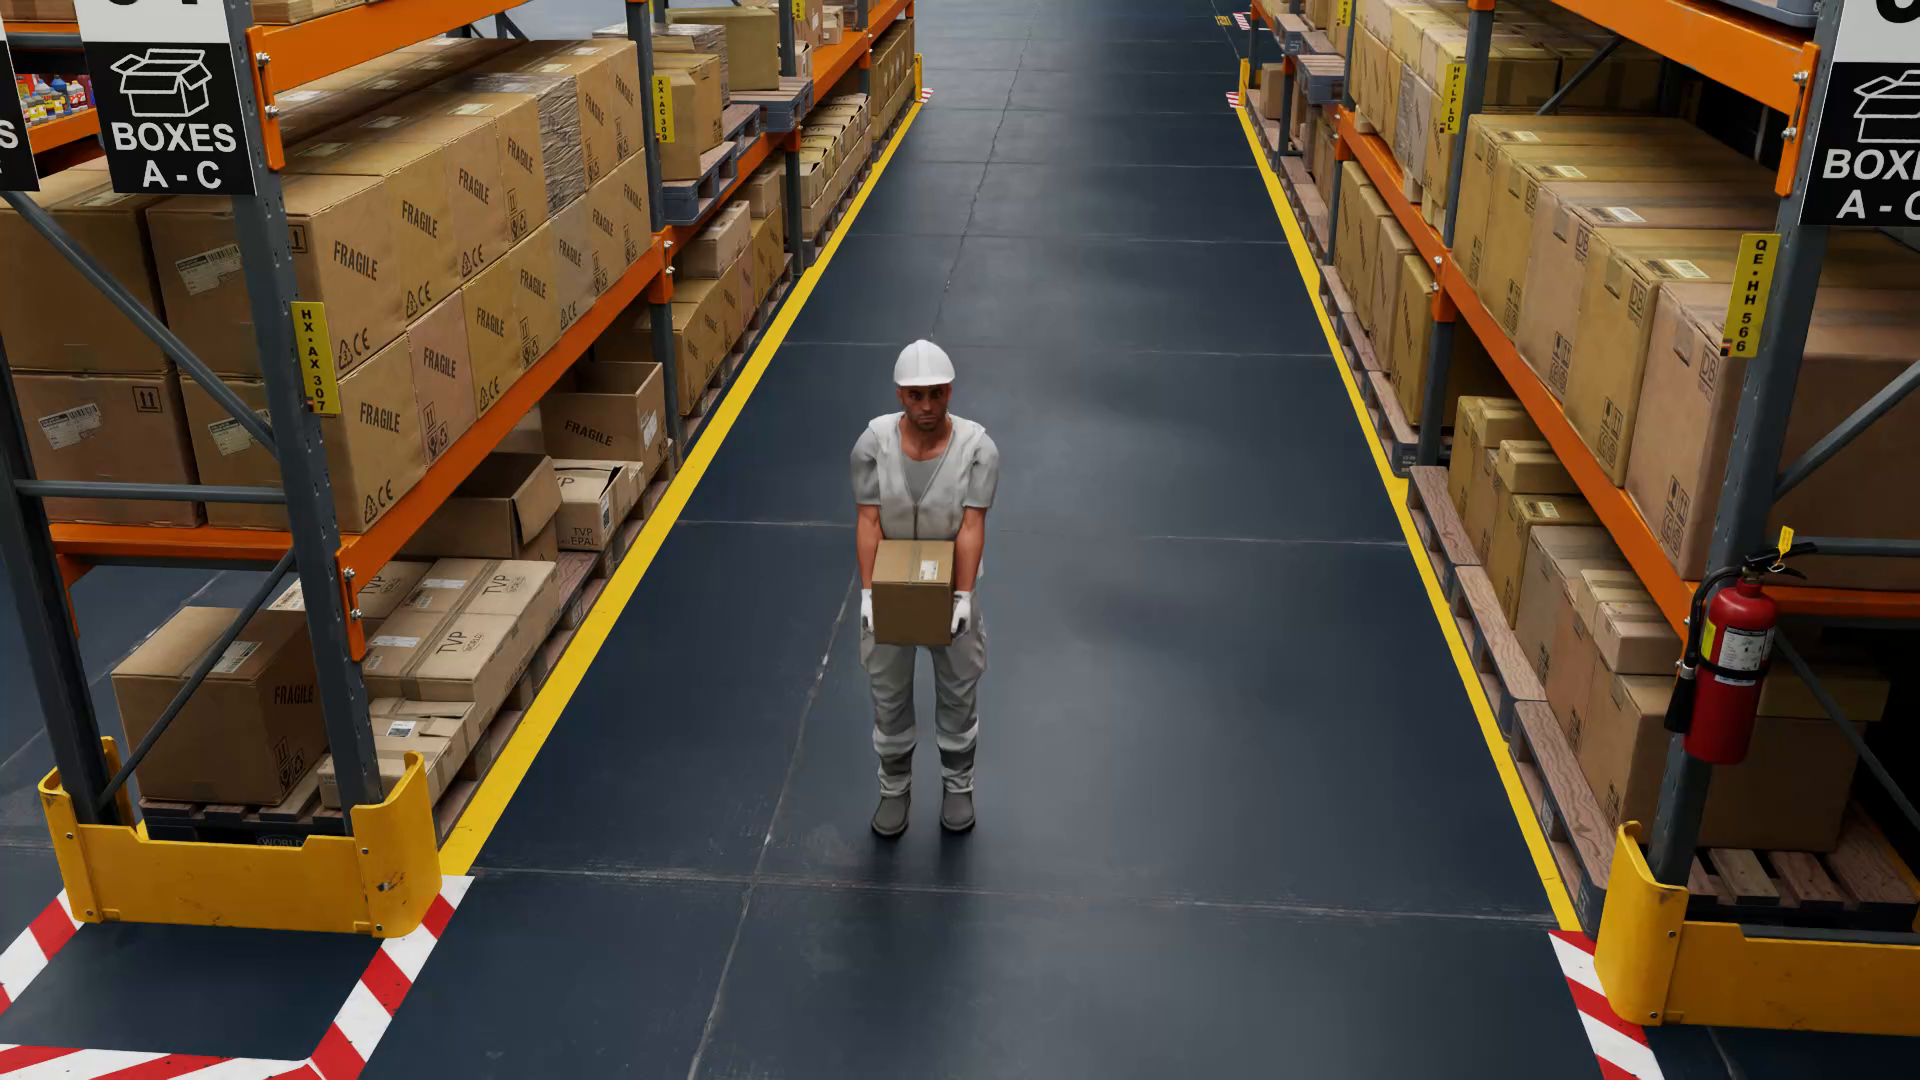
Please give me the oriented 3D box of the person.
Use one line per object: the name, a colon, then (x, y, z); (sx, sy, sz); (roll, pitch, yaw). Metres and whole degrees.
person: (-0.122, 0.201, 5.633); (0.494, 1.783, 0.570); (1, 24, 3)
